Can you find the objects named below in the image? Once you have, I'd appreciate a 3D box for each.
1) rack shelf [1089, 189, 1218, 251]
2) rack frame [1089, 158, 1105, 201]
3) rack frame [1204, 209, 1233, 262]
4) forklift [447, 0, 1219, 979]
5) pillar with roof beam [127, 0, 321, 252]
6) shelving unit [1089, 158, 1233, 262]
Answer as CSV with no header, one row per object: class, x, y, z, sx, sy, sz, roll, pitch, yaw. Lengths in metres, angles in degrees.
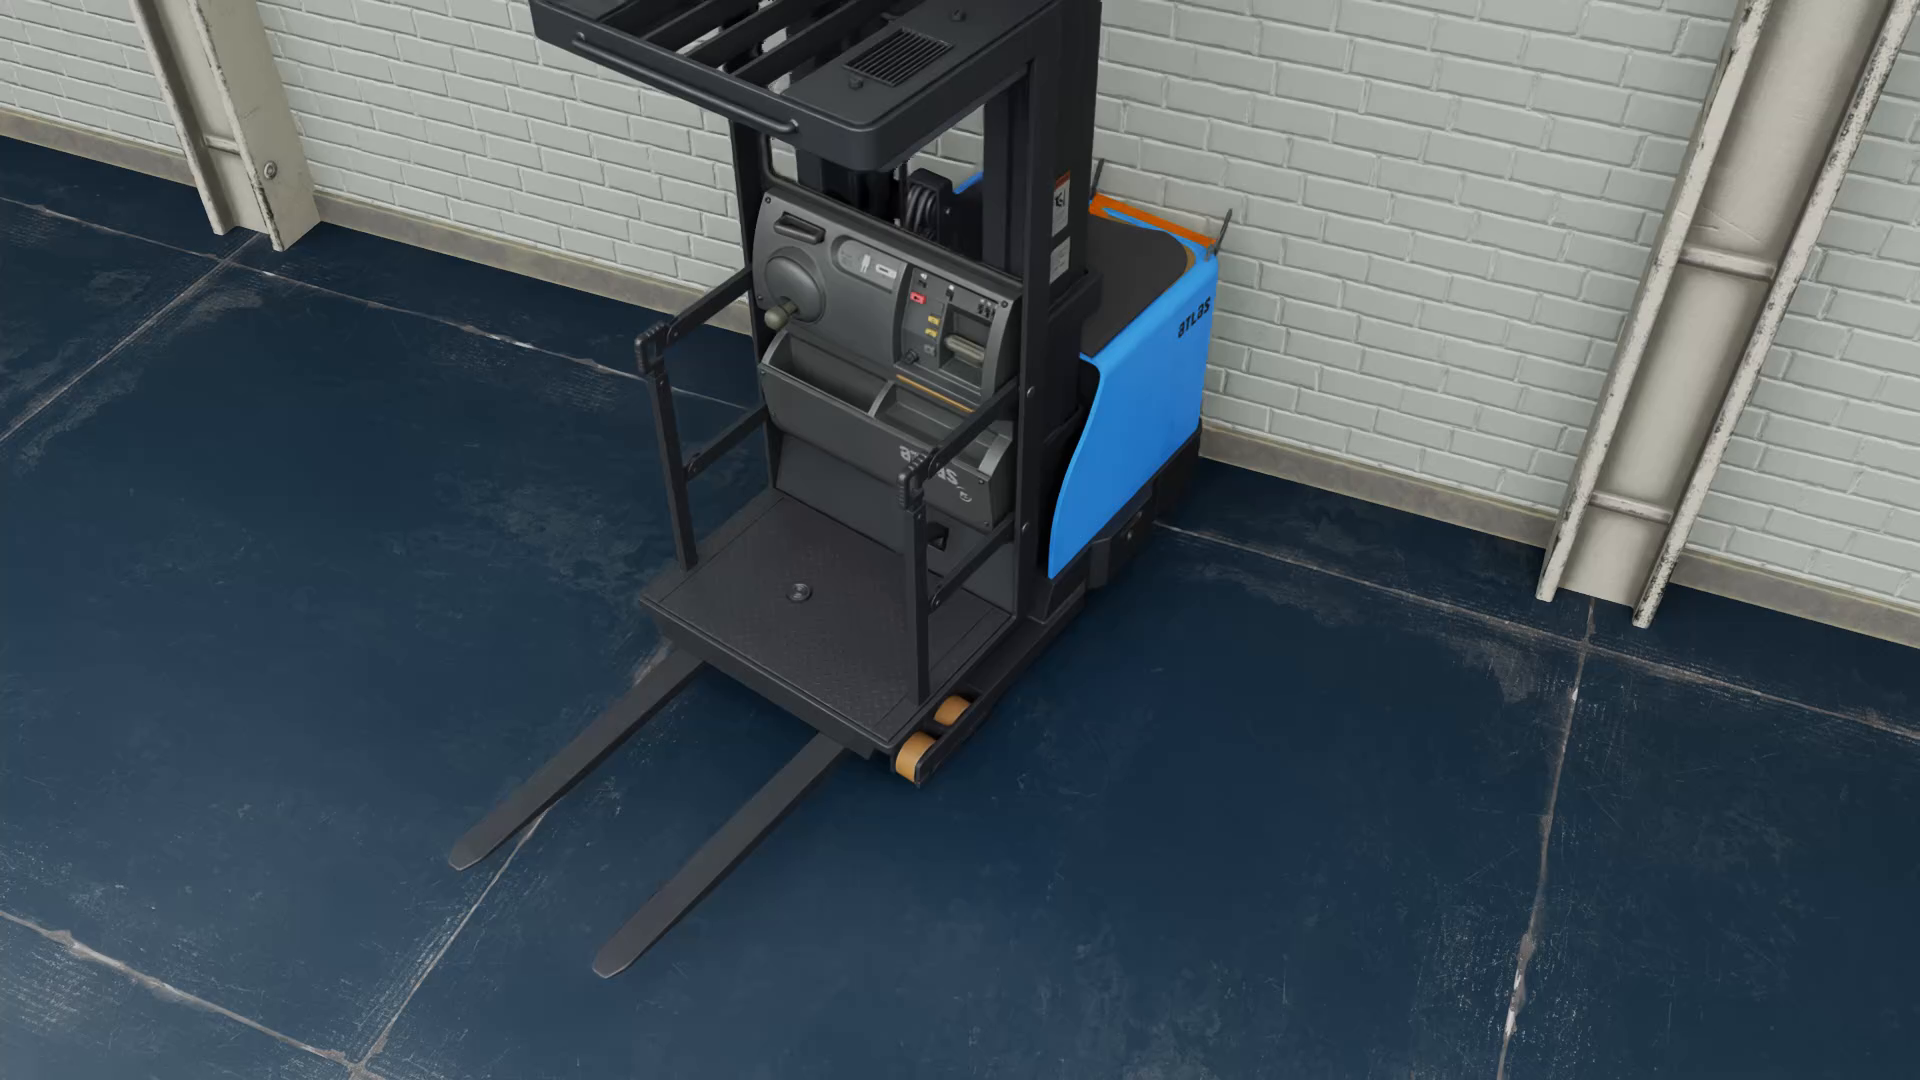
rack shelf,0.643,-1.037,5.901,0.480,0.148,0.258,24,47,9
rack frame,0.355,-0.872,6.224,0.015,1.200,0.240,24,47,9
rack frame,0.796,-0.677,6.149,0.015,1.200,0.240,24,47,9
forklift,-0.368,-0.640,4.815,1.130,2.935,3.031,28,51,25
pillar with roof beam,-4.864,-1.853,1.732,0.400,9.000,9.100,16,47,16
shelving unit,0.575,-0.775,6.186,0.503,1.200,0.258,24,47,9
